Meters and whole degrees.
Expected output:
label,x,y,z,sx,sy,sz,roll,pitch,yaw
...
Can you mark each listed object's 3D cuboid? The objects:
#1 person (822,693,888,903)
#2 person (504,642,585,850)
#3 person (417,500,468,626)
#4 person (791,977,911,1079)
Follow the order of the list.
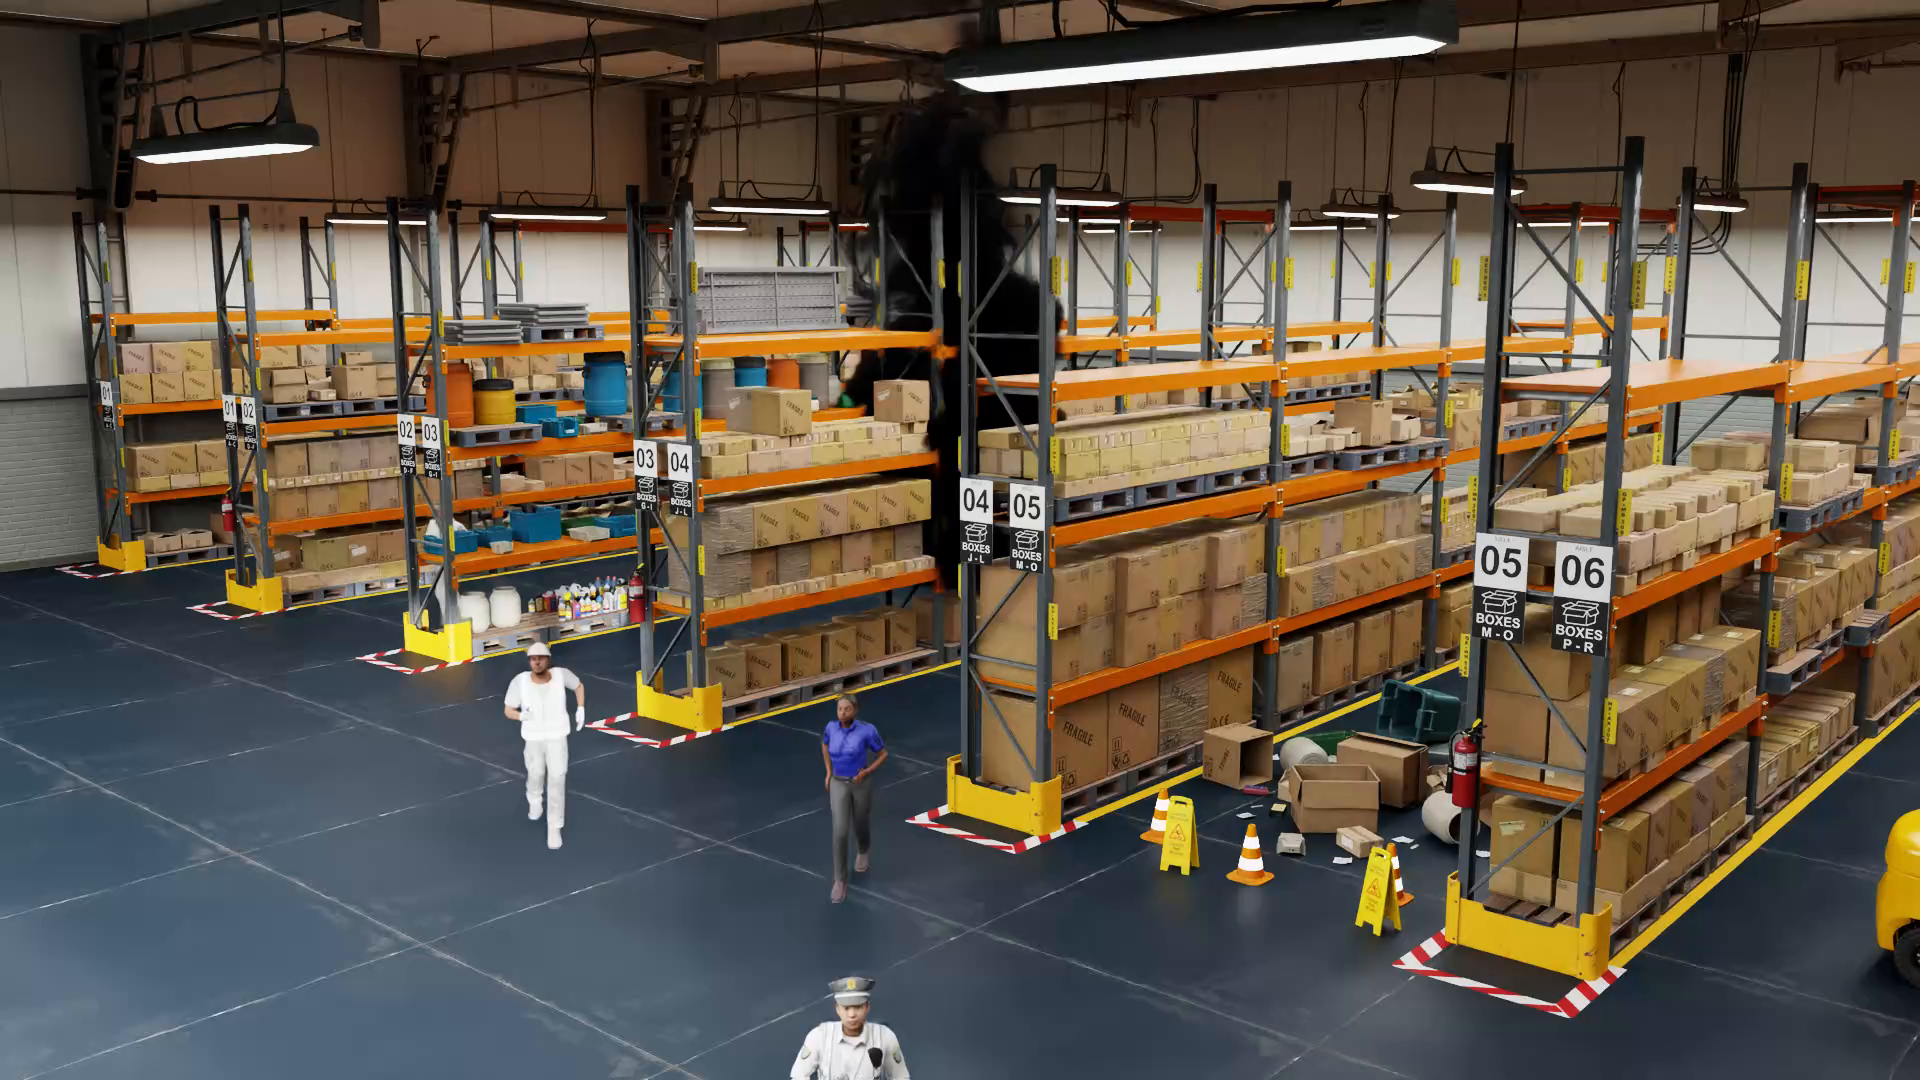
label,x,y,z,sx,sy,sz,roll,pitch,yaw
person,-0.878,2.079,13.812,0.576,1.693,0.783,1,10,5
person,-3.757,1.802,15.098,0.695,1.832,0.928,-2,10,-10
person,-7.476,0.340,24.042,0.685,1.867,0.747,7,12,36
person,-0.555,2.977,8.474,0.610,1.659,0.496,0,9,-2
